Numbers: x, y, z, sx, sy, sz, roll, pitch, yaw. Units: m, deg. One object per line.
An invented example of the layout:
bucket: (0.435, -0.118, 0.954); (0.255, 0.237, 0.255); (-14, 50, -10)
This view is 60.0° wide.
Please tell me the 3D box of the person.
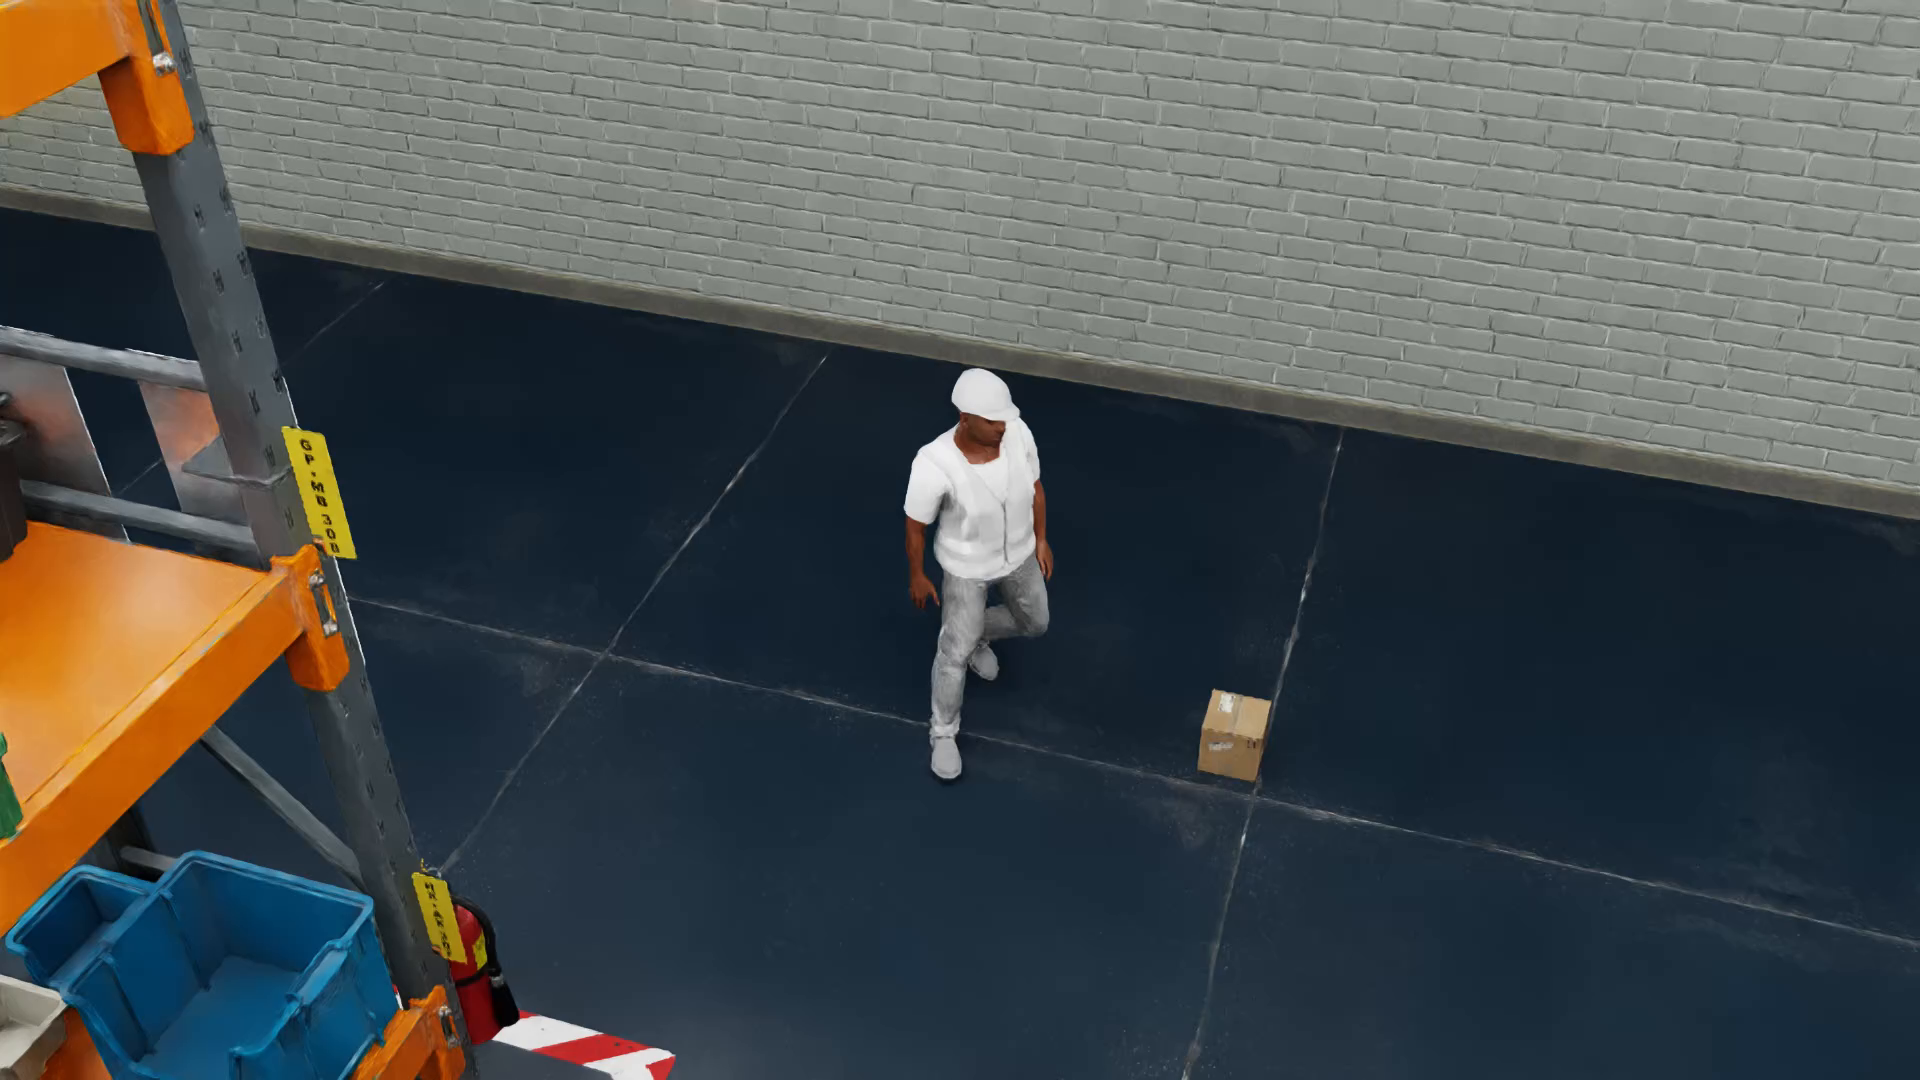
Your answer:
person: (0.040, 0.064, 6.760); (0.661, 1.761, 0.623); (-22, 42, -27)
